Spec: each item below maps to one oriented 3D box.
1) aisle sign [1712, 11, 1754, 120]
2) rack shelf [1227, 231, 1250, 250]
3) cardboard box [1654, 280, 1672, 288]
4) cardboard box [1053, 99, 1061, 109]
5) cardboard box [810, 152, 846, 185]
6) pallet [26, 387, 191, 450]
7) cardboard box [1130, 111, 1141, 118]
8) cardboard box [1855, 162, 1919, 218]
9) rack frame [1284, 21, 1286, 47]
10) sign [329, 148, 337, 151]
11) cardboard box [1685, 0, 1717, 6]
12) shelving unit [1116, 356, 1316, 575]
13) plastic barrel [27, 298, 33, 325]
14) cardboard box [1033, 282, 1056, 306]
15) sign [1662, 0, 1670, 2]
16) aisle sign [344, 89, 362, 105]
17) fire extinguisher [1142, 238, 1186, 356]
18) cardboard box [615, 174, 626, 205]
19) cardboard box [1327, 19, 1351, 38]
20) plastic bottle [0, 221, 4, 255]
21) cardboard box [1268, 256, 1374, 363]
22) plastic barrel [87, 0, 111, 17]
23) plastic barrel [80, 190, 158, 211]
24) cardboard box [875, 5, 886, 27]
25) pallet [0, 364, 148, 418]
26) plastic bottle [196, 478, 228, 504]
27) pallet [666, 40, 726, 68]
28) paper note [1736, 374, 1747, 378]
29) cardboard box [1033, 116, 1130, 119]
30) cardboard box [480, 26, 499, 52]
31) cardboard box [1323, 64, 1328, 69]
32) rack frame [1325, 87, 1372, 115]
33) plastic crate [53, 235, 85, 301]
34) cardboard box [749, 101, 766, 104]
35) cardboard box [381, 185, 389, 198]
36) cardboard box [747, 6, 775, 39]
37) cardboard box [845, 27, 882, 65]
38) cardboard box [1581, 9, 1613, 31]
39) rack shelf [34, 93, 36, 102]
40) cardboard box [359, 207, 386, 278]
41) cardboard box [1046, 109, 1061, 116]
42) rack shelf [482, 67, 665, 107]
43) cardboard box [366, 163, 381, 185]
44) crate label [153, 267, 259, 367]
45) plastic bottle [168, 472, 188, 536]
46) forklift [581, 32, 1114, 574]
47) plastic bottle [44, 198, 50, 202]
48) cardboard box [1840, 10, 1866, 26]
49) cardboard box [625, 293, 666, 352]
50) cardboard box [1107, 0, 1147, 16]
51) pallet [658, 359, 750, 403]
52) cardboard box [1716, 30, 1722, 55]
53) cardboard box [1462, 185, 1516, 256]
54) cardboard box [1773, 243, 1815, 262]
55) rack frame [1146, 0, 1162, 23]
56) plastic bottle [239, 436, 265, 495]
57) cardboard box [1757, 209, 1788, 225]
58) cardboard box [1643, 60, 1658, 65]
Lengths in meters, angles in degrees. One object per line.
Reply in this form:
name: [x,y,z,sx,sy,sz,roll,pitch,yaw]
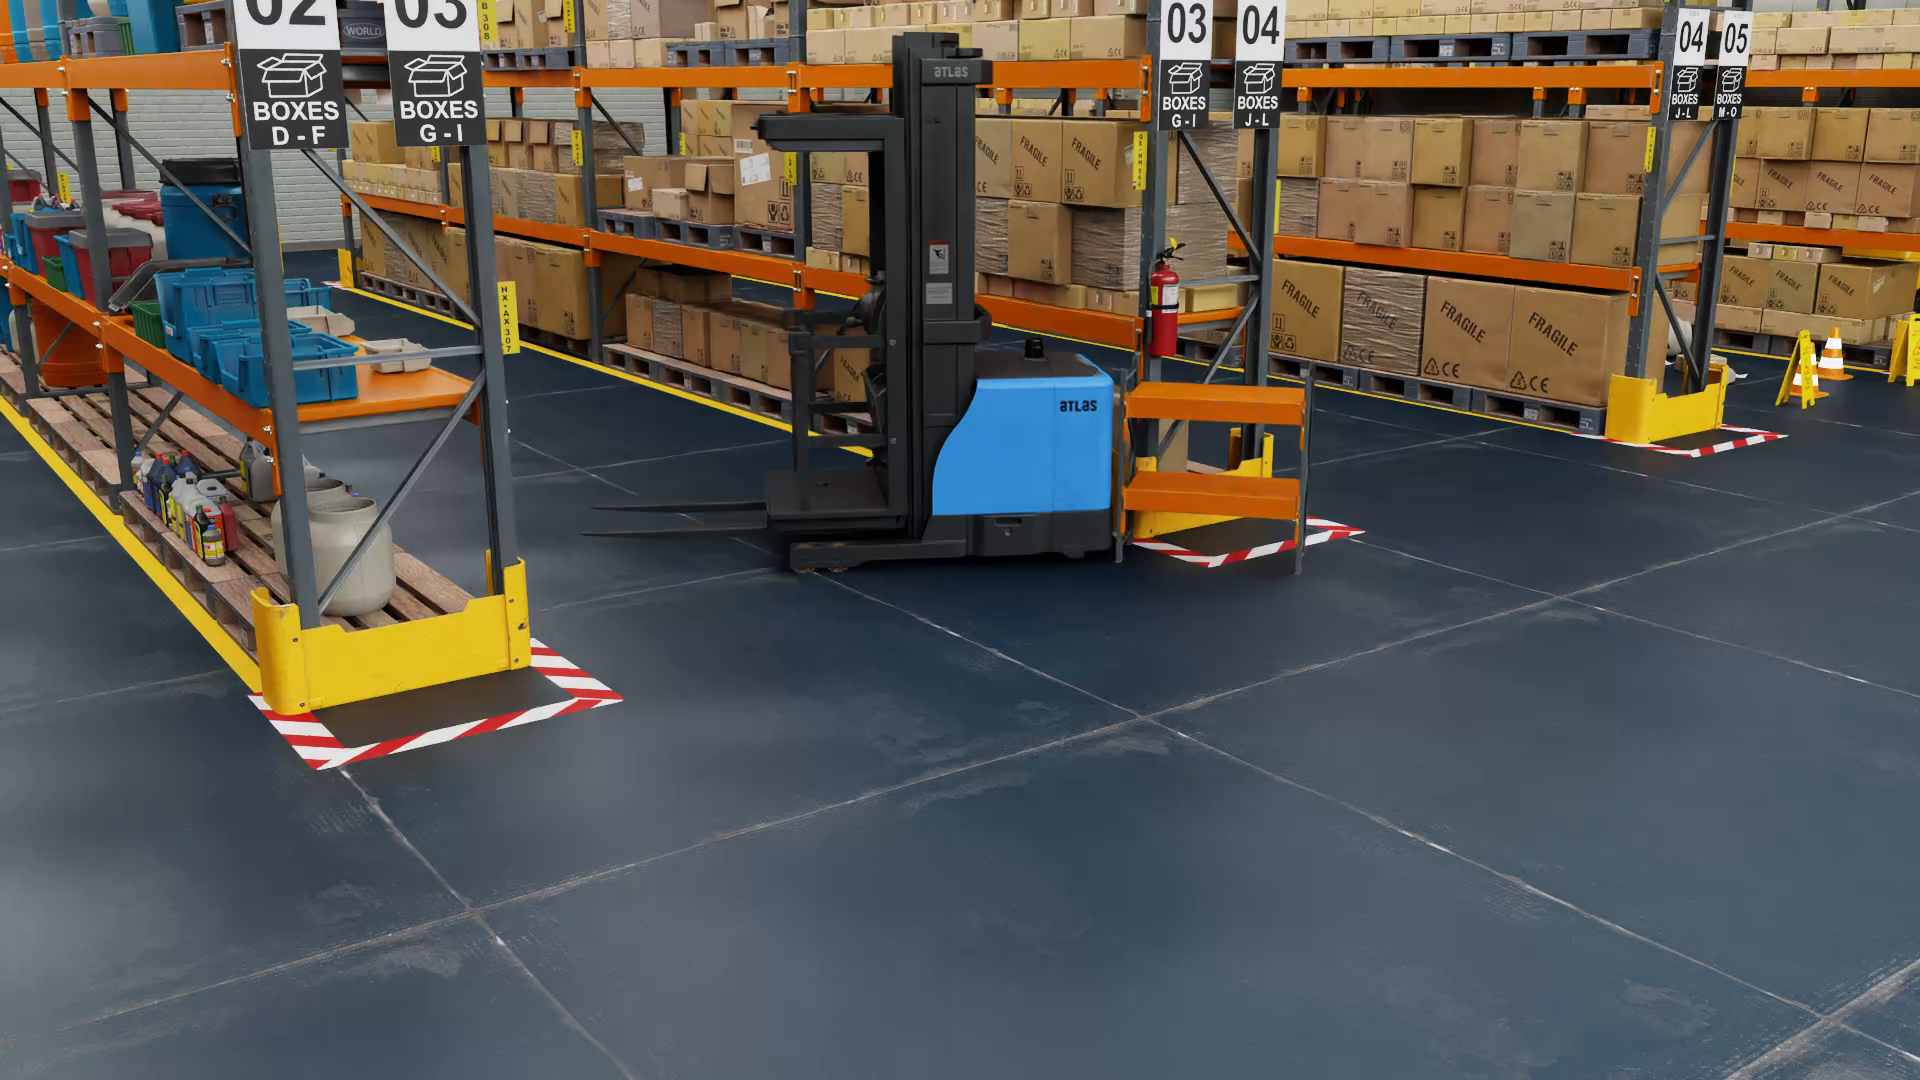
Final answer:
aisle sign: [5.855,-3.593,12.596,0.394,0.787,0.004,-11,19,-35]
rack shelf: [2.043,-3.242,17.601,1.077,0.370,4.000,-11,19,-35]
cardboard box: [7.616,-2.909,18.016,0.500,0.500,0.500,-10,18,-32]
cardboard box: [1.652,-6.699,25.557,0.380,0.149,0.250,-11,19,-35]
cardboard box: [-0.794,-2.952,12.532,0.500,0.500,0.500,-11,19,-35]
pallet: [-6.787,-0.982,13.265,1.003,0.211,1.213,-11,19,-35]
cardboard box: [2.807,-5.947,24.040,0.500,0.500,0.500,-11,19,-35]
cardboard box: [8.973,-3.362,15.926,0.500,0.500,0.500,-11,19,-36]
rack frame: [3.219,-6.055,15.154,1.000,3.000,0.127,-11,19,-35]
sign: [-8.361,-5.347,22.139,0.100,0.325,0.005,-11,19,-35]
cardboard box: [5.495,-4.219,12.863,0.500,0.250,0.500,-11,19,-35]
shelving unit: [1.468,-0.442,9.560,1.048,1.125,0.538,4,16,14]
plastic barrel: [-8.176,-1.881,15.039,0.600,0.588,0.708,-11,19,-35]
cardboard box: [0.695,-1.622,10.794,0.380,0.149,0.250,-11,19,-35]
sign: [5.124,-4.062,12.026,0.100,0.325,0.005,-11,19,-35]
aisle sign: [-8.193,-6.198,22.117,0.394,0.787,0.004,-11,19,-35]
fire extinguisher: [1.194,-1.426,9.750,0.296,0.674,0.183,-11,19,-35]
cardboard box: [-3.270,-3.462,16.853,0.500,0.500,0.500,-10,18,-33]
cardboard box: [3.457,-4.499,14.641,0.380,0.149,0.250,-11,19,-35]
plastic bottle: [-7.929,-2.512,13.793,0.061,0.283,0.133,-11,19,-35]
cardboard box: [3.532,-2.194,15.640,0.875,0.875,0.875,-11,19,-34]
plastic barrel: [-4.765,-3.225,9.489,0.421,0.512,0.421,0,15,0]
plastic barrel: [-6.693,-2.512,13.315,0.600,0.536,0.708,-11,19,-35]
cardboard box: [-0.377,-3.710,11.794,0.380,0.149,0.250,-10,18,-33]
pallet: [-7.708,-1.316,14.483,1.003,0.211,1.213,-11,19,-35]
plastic bottle: [-4.254,-0.204,9.464,0.152,0.276,0.135,-11,19,-35]
pallet: [-1.742,-4.139,14.190,1.213,0.211,1.003,-11,19,-35]
paper note: [7.349,-1.558,15.712,0.142,0.019,0.148,10,18,33]
cardboard box: [0.813,-2.607,11.273,0.500,0.500,0.500,-11,19,-35]
cardboard box: [-4.984,-5.480,18.106,0.500,0.311,0.500,-12,19,-36]
cardboard box: [4.859,-6.038,21.247,0.380,0.149,0.250,-11,19,-35]
rack frame: [6.473,-6.431,27.891,1.000,3.000,0.127,-11,19,-35]
plastic crate: [-5.759,-1.824,11.089,0.392,0.384,0.575,-11,19,-35]
cardboard box: [-2.578,-5.823,23.024,0.500,0.500,0.500,-10,18,-33]
cardboard box: [-7.061,-4.399,20.944,0.380,0.149,0.250,-11,19,-36]
cardboard box: [-1.486,-4.183,13.455,0.396,0.266,0.258,-10,18,-33]
cardboard box: [-0.480,-3.540,11.929,0.500,0.250,0.500,-11,19,-35]
cardboard box: [4.954,-3.956,12.658,0.380,0.149,0.250,-11,19,-34]
rack shelf: [-10.739,-4.880,17.904,1.077,0.370,4.000,-11,19,-35]
cardboard box: [-7.467,-4.029,22.345,0.875,0.875,0.875,-11,19,-35]
cardboard box: [1.667,-6.358,25.540,0.500,0.500,0.500,-11,19,-35]
rack shelf: [-4.380,-4.794,17.592,1.077,0.370,4.000,-11,19,-35]
cardboard box: [-7.241,-4.685,21.231,0.500,0.250,0.500,-12,19,-36]
crate label: [-3.808,-1.159,8.560,0.502,0.435,0.616,-11,19,-35]
plastic bottle: [-4.359,-0.211,9.350,0.144,0.351,0.185,-11,19,-35]
forklift: [-0.672,-1.371,9.535,3.031,2.935,1.130,-2,15,-7]
plastic bottle: [-9.069,-3.259,16.536,0.152,0.276,0.135,-11,19,-35]
cardboard box: [8.685,-5.009,15.978,0.380,0.149,0.250,-11,19,-34]
cardboard box: [-2.794,-2.134,16.093,0.700,0.500,0.500,-12,19,-37]
cardboard box: [1.084,-3.137,9.702,0.380,0.149,0.250,-11,19,-35]
pallet: [-2.033,-1.495,15.139,1.003,0.211,1.213,-11,19,-35]
cardboard box: [7.796,-5.115,17.122,0.500,0.250,0.500,-11,19,-34]
cardboard box: [4.747,-2.705,13.994,0.875,0.550,0.550,-11,19,-35]
cardboard box: [8.418,-2.901,16.757,0.380,0.149,0.250,-10,18,-34]
rack frame: [1.499,-4.453,9.299,1.000,3.000,0.127,-11,19,-35]
plastic bottle: [-4.364,-0.464,10.274,0.144,0.351,0.185,-11,19,-35]
cardboard box: [8.314,-3.285,16.873,0.380,0.149,0.250,-11,19,-35]
cardboard box: [7.492,-5.072,17.720,0.380,0.149,0.250,-11,19,-34]
